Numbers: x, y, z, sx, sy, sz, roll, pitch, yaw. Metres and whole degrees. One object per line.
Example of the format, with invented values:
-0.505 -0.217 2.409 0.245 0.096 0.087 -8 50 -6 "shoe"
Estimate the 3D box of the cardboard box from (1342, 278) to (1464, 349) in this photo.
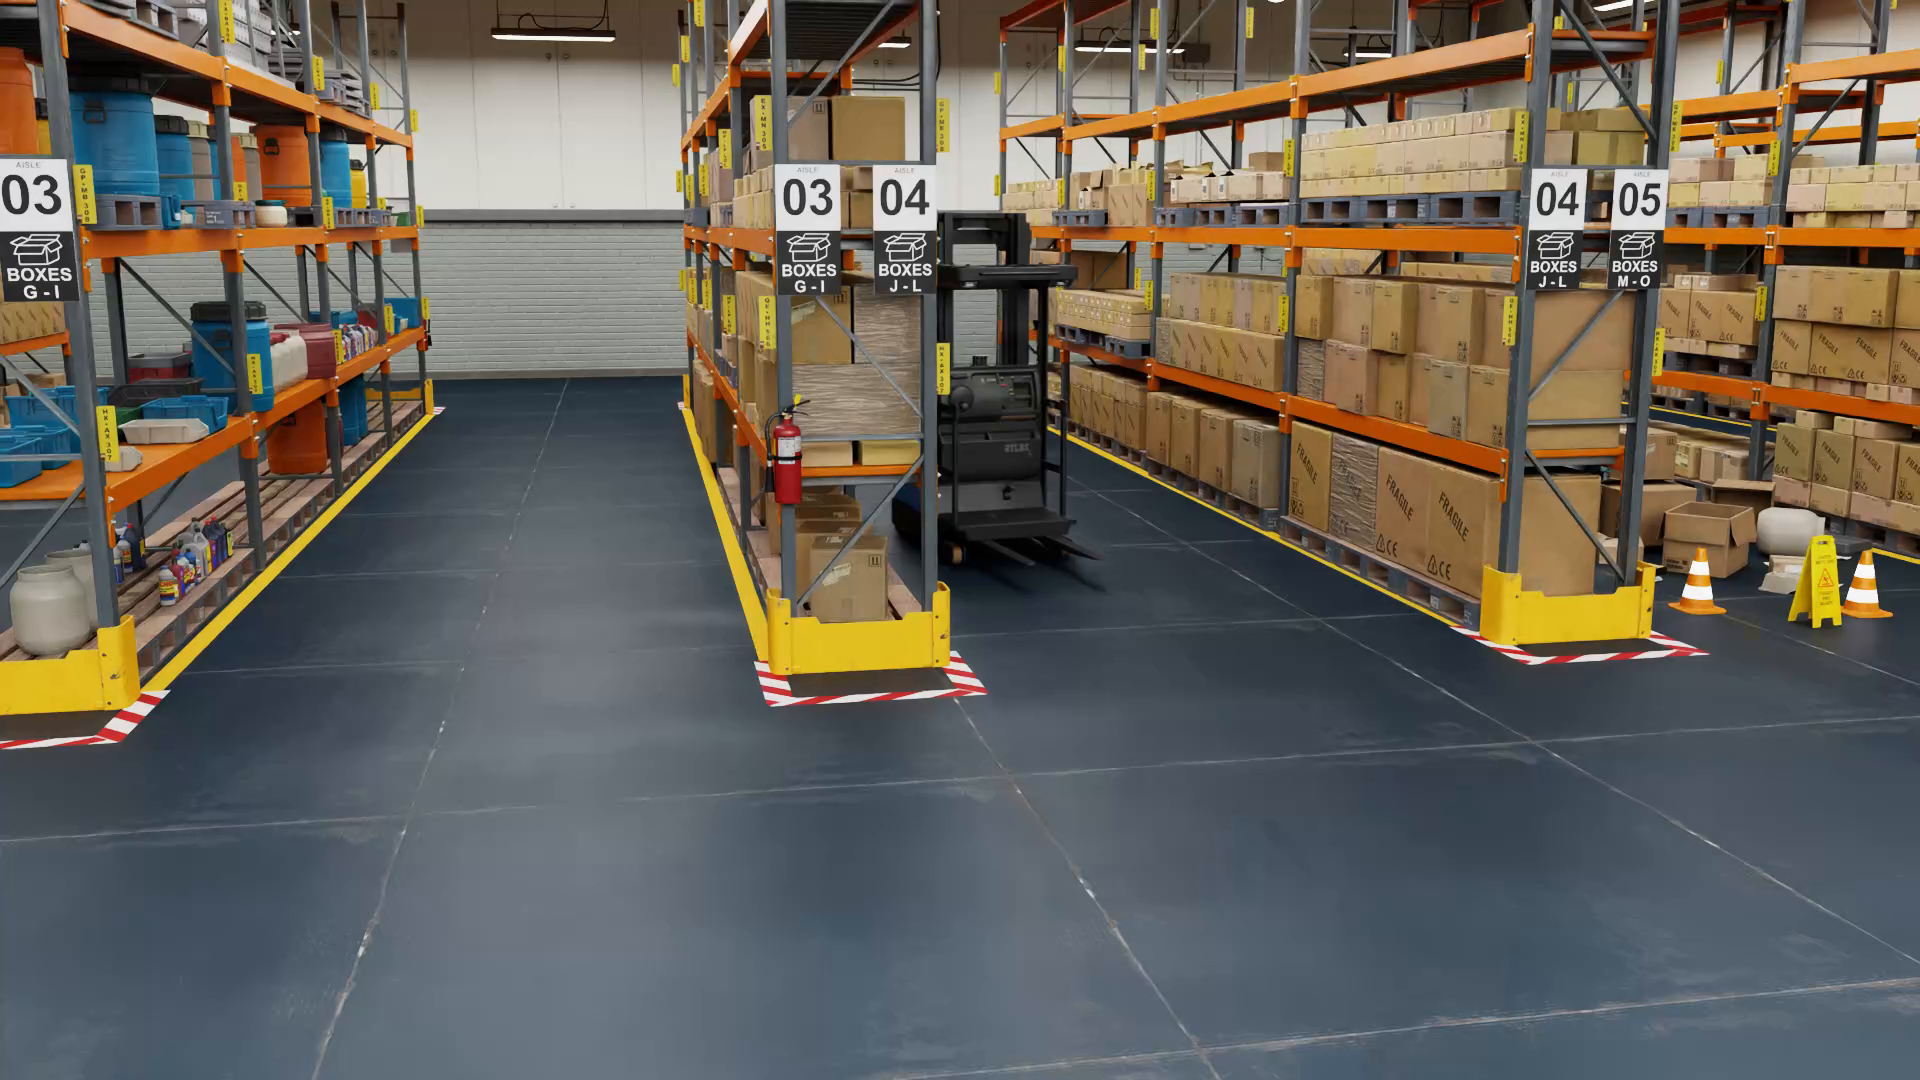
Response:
3.689 -1.874 13.732 0.875 0.550 0.550 -2 11 -11 "cardboard box"

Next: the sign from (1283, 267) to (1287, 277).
5.416 -4.384 27.682 0.100 0.325 0.005 -2 11 -11 "sign"

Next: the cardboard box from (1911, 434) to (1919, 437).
8.875 -0.677 14.955 0.500 0.500 0.500 -2 11 -8 "cardboard box"

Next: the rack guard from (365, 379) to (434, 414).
-8.635 -2.175 25.285 1.175 0.500 0.348 -2 11 -11 "rack guard"

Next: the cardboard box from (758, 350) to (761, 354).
-0.997 -1.122 12.006 0.875 0.500 0.500 -2 11 -11 "cardboard box"

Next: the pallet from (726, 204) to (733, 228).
-1.440 -2.876 14.766 1.213 0.211 1.003 -2 11 -11 "pallet"

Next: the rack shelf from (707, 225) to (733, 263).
-1.814 -2.865 16.128 1.077 0.370 4.000 -2 11 -11 "rack shelf"

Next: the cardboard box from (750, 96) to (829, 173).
-1.197 -2.834 11.640 0.500 0.500 0.500 -2 11 -11 "cardboard box"

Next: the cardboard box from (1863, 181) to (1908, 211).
8.307 -3.007 14.556 0.500 0.250 0.500 -2 11 -10 "cardboard box"

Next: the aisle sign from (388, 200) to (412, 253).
-8.344 -4.700 24.913 0.394 0.787 0.004 -2 11 -11 "aisle sign"

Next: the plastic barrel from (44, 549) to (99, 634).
-5.806 0.342 10.909 0.421 0.512 0.421 0 11 0 "plastic barrel"

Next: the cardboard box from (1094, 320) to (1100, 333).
1.891 -2.665 20.727 0.380 0.149 0.250 -2 11 -9 "cardboard box"

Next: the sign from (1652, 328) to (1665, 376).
4.784 -1.289 11.421 0.100 0.325 0.005 -2 11 -11 "sign"

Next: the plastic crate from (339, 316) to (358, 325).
-8.578 -2.992 23.182 0.416 0.233 0.300 -2 11 -11 "plastic crate"

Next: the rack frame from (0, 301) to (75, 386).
-13.477 -3.219 24.088 1.000 3.000 0.127 -2 11 -11 "rack frame"

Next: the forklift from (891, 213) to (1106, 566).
0.333 -1.314 14.263 1.130 2.935 3.031 -4 11 -19 "forklift"

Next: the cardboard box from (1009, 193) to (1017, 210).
1.059 -5.200 25.539 0.500 0.250 0.500 -2 11 -12 "cardboard box"

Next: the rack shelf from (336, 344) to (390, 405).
-7.450 -1.945 19.316 1.077 0.370 4.000 -2 11 -11 "rack shelf"

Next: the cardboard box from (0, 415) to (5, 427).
-12.746 -1.553 21.735 0.380 0.166 0.250 -2 11 -11 "cardboard box"

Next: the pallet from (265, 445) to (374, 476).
-7.489 -0.928 19.507 1.003 0.211 1.213 -2 11 -11 "pallet"

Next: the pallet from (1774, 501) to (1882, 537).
8.461 -0.247 15.927 1.003 0.211 1.213 -2 11 -11 "pallet"

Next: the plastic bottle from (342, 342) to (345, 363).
-6.985 -2.133 18.726 0.097 0.271 0.097 0 11 0 "plastic bottle"

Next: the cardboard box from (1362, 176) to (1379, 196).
3.447 -2.833 13.316 0.380 0.149 0.250 -2 11 -11 "cardboard box"

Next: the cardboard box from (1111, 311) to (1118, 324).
2.032 -2.674 19.974 0.380 0.149 0.250 -2 11 -10 "cardboard box"

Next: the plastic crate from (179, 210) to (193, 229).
-5.574 -2.262 11.742 0.243 0.136 0.396 -2 11 -11 "plastic crate"

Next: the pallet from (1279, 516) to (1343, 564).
3.531 -0.028 14.777 1.003 0.211 1.213 -2 11 -11 "pallet"

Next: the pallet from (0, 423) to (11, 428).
-13.072 -1.466 22.334 1.003 0.211 1.213 -2 11 -11 "pallet"

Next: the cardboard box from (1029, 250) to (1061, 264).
1.239 -4.053 24.732 0.500 0.500 0.500 -2 11 -13 "cardboard box"

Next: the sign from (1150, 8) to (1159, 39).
2.152 -5.697 18.350 0.100 0.325 0.005 -2 11 -11 "sign"

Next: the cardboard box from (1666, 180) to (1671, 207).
7.843 -3.717 18.407 0.797 0.503 0.637 -2 11 -11 "cardboard box"

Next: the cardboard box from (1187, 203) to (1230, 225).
2.832 -3.910 19.430 0.500 0.500 0.500 -2 11 -11 "cardboard box"

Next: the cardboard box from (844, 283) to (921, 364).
-0.487 -1.442 11.011 0.500 0.500 0.500 -2 11 -11 "cardboard box"

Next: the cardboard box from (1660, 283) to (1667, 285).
7.990 -2.706 19.204 0.500 0.500 0.500 -2 11 -12 "cardboard box"

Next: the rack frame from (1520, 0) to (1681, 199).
4.238 -3.753 10.849 1.000 3.000 0.127 -2 11 -11 "rack frame"

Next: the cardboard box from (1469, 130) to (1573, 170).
3.869 -2.687 11.485 0.500 0.250 0.500 -2 11 -10 "cardboard box"

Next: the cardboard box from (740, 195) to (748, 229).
-1.394 -2.498 12.675 0.500 0.250 0.500 -3 11 -13 "cardboard box"

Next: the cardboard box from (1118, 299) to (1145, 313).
2.090 -2.768 19.674 0.380 0.149 0.250 -2 11 -12 "cardboard box"

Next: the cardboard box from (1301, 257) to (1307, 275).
5.776 -4.381 27.251 0.500 0.500 0.500 -2 11 -12 "cardboard box"

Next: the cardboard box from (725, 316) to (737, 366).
-1.853 -1.950 16.018 0.797 0.503 0.637 -1 11 -5 "cardboard box"

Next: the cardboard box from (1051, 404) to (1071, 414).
1.494 -1.872 23.513 0.380 0.149 0.250 -2 11 -10 "cardboard box"

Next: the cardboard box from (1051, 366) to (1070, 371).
1.633 -2.610 25.797 0.380 0.149 0.250 -3 11 -13 "cardboard box"

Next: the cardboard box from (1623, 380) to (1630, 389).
10.989 -2.724 27.050 0.500 0.500 0.500 -2 11 -10 "cardboard box"

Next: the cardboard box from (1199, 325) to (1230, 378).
2.799 -1.953 17.169 0.500 0.500 0.500 -2 11 -12 "cardboard box"

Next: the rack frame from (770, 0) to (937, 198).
-0.647 -3.591 9.998 1.000 3.000 0.127 -2 11 -11 "rack frame"

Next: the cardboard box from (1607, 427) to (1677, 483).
6.556 -0.812 16.101 0.500 0.500 0.500 -2 11 -11 "cardboard box"

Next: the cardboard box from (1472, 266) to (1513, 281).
6.963 -3.283 21.480 0.500 0.500 0.500 -2 11 -11 "cardboard box"

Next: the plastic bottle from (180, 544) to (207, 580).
-5.747 0.156 12.462 0.152 0.276 0.135 -2 11 -10 "plastic bottle"

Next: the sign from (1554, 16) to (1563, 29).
6.974 -5.935 19.389 0.100 0.325 0.005 -2 11 -11 "sign"

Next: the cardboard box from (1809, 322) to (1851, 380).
8.229 -1.751 15.313 0.500 0.500 0.500 -2 11 -11 "cardboard box"

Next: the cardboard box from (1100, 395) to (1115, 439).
2.082 -1.555 20.904 0.500 0.500 0.500 -3 11 -14 "cardboard box"

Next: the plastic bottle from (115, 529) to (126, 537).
-6.561 0.057 12.984 0.152 0.276 0.135 -2 11 -9 "plastic bottle"

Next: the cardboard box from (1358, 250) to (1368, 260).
6.233 -4.298 25.080 0.380 0.149 0.250 -2 11 -11 "cardboard box"

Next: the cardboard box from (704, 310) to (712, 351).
-2.835 -2.522 20.159 0.500 0.500 0.500 -2 11 -10 "cardboard box"
